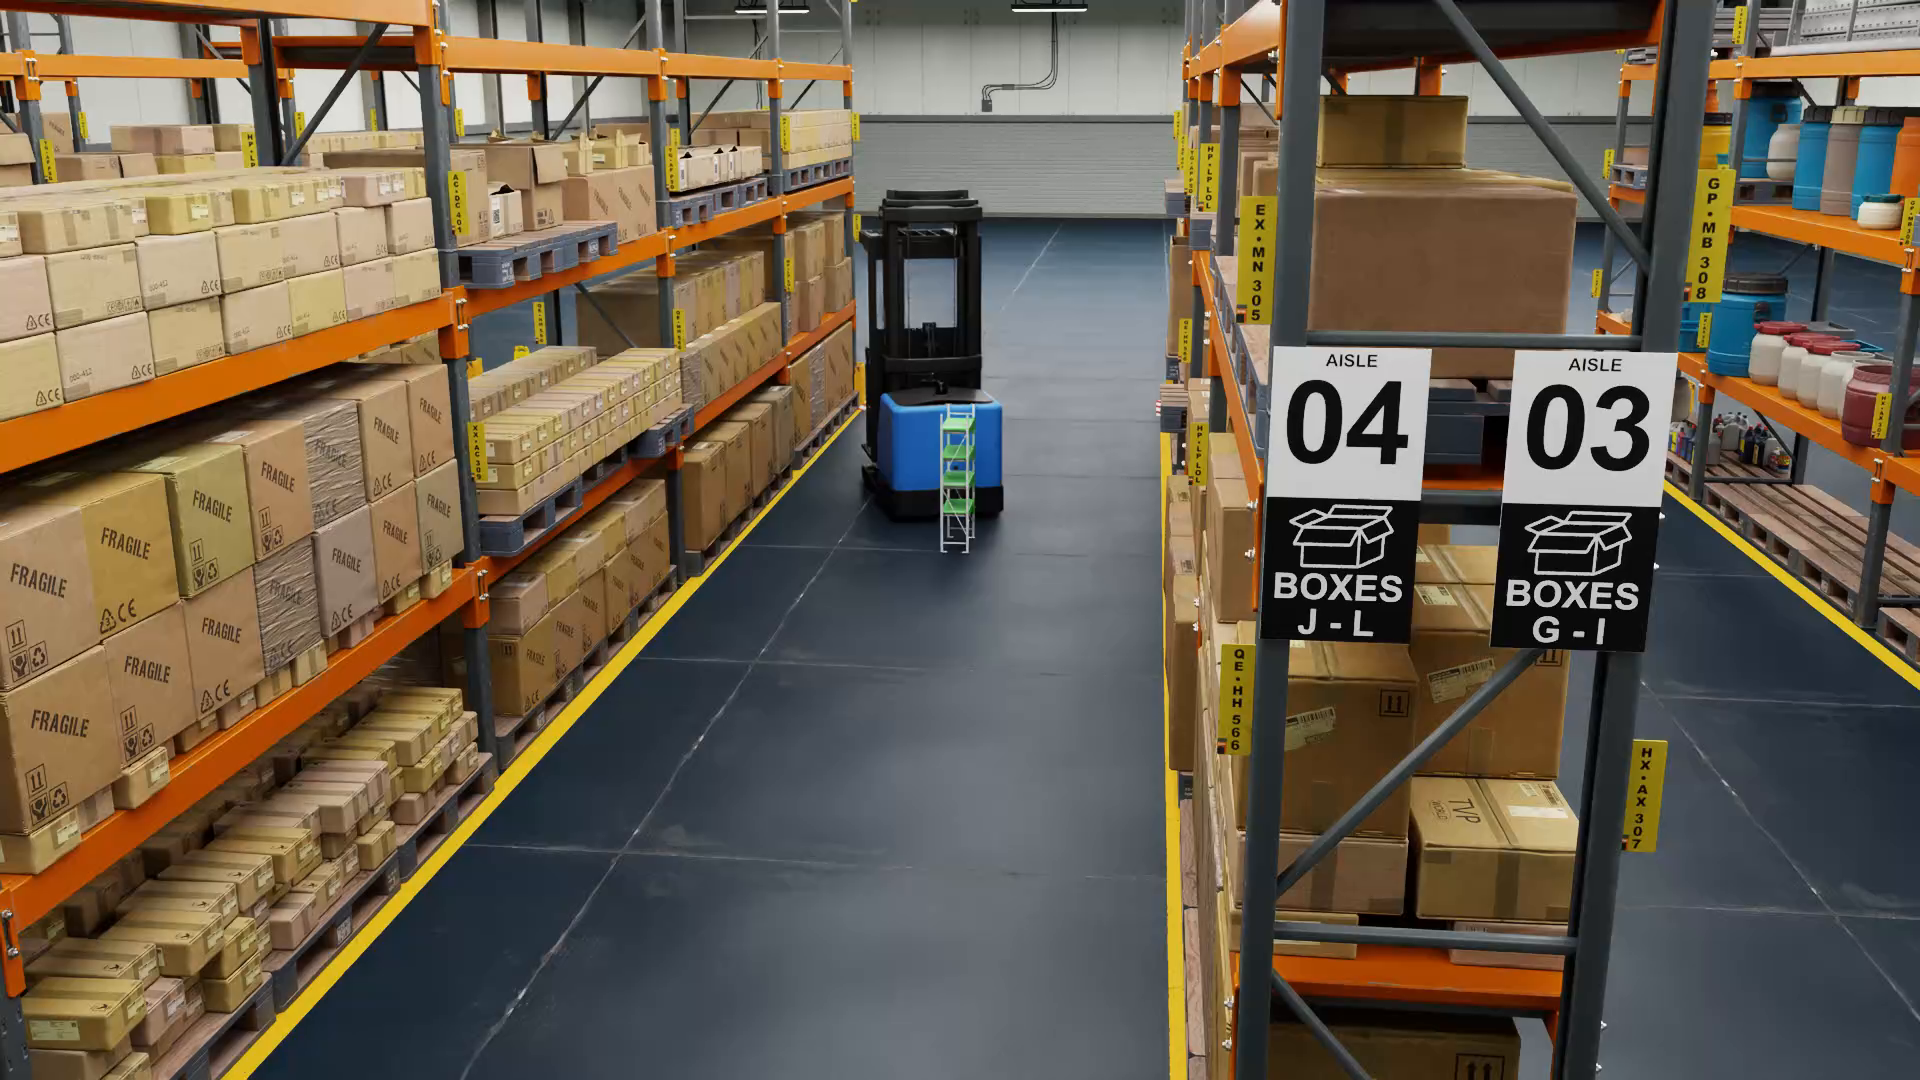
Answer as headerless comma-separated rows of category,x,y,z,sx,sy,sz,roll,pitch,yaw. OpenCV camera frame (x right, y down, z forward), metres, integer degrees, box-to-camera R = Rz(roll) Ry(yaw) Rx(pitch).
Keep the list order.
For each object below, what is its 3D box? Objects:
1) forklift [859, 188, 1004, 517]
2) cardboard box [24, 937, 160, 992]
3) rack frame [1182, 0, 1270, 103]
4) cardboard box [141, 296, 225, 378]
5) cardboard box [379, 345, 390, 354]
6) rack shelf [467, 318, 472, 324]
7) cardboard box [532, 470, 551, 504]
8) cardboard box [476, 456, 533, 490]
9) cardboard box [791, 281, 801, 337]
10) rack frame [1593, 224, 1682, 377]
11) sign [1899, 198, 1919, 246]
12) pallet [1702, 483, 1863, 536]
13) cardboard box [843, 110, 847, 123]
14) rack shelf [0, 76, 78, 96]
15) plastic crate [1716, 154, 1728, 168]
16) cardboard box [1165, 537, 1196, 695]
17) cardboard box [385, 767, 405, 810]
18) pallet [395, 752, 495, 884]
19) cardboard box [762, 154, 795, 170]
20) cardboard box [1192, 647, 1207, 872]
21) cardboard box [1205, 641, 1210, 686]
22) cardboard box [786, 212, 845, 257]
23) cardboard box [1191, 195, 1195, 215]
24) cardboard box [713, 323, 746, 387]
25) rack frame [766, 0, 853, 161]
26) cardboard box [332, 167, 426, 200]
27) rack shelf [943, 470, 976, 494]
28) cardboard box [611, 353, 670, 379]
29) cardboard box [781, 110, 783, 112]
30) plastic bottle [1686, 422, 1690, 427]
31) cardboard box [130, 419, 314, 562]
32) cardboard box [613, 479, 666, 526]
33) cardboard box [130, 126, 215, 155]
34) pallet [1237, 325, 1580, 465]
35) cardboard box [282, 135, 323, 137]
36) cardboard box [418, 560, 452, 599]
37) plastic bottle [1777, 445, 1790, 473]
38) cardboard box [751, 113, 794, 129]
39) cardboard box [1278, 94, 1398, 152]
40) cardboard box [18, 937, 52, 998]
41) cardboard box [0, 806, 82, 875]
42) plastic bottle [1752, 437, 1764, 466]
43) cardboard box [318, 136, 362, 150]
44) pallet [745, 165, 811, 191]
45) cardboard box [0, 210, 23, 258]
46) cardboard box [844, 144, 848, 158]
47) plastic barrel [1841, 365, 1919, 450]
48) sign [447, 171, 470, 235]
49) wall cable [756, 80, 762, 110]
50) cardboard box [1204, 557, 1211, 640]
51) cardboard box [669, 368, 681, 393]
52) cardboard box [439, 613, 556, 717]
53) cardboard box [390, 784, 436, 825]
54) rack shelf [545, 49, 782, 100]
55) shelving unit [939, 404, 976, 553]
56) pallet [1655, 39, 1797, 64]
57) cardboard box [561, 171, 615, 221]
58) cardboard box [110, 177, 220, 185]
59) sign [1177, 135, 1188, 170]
forklift,-0.383,-1.969,16.327,1.130,2.935,3.031,-3,15,-11
cardboard box,-3.303,1.649,6.334,0.380,0.149,0.250,2,15,7
rack frame,3.111,-5.910,19.278,1.000,3.000,0.127,2,15,6
cardboard box,-3.197,-0.791,6.382,0.500,0.250,0.500,1,15,4
cardboard box,-6.695,-2.198,18.827,0.380,0.149,0.250,3,15,9
rack shelf,-6.961,-2.440,19.316,1.077,0.370,4.000,2,15,6
cardboard box,-2.633,-0.316,9.760,0.380,0.149,0.250,2,15,7
cardboard box,-2.658,-0.387,9.455,0.380,0.149,0.250,2,15,7
cardboard box,-2.188,-2.460,17.727,0.875,0.550,0.550,2,15,6
rack frame,8.033,-2.868,19.521,1.000,3.000,0.127,2,15,6
sign,6.583,-2.205,11.523,0.100,0.325,0.005,2,15,6
pallet,7.531,-0.279,15.291,1.003,0.211,1.213,2,15,6
cardboard box,-1.536,-4.987,19.568,0.380,0.149,0.250,2,15,7
rack shelf,-11.893,-5.288,19.122,1.077,0.370,4.000,2,15,6
plastic crate,8.117,-3.805,17.270,0.392,0.384,0.575,2,15,6
cardboard box,1.910,0.523,10.246,1.225,0.875,0.875,1,15,4
cardboard box,-3.036,1.250,8.380,0.380,0.149,0.250,2,15,7
pallet,-3.200,1.448,8.904,1.003,0.211,1.213,2,15,6
cardboard box,-1.878,-3.811,16.747,0.380,0.149,0.250,1,15,5
cardboard box,1.603,1.090,8.149,0.875,0.875,0.875,2,15,6
cardboard box,1.278,0.558,7.333,0.380,0.149,0.250,1,15,5
cardboard box,-1.886,-3.685,20.186,0.875,0.550,0.550,2,15,6
cardboard box,2.061,-2.574,12.976,0.500,0.250,0.500,2,15,6
cardboard box,-2.219,-1.660,14.862,0.500,0.500,0.500,2,15,6
rack frame,-1.806,-6.082,19.915,1.000,3.000,0.127,2,15,6
cardboard box,-2.923,-1.794,8.369,0.380,0.149,0.250,1,15,4
rack shelf,-0.019,-0.475,14.363,0.258,0.148,0.480,2,15,6
cardboard box,-2.339,-1.274,12.164,0.380,0.149,0.250,2,15,6
cardboard box,-2.247,-4.875,19.154,0.380,0.149,0.250,2,15,7
plastic bottle,7.554,-1.080,17.269,0.061,0.283,0.133,2,15,6
cardboard box,-3.111,-0.217,7.041,0.500,0.500,0.500,1,15,4
cardboard box,-2.525,-0.284,12.514,0.500,0.250,0.500,1,15,5
cardboard box,-7.219,-3.668,15.261,0.500,0.250,0.500,2,15,7
pallet,1.379,-0.462,5.047,1.003,0.211,1.213,2,15,6
cardboard box,-7.288,-4.407,18.420,0.380,0.149,0.250,2,15,7
cardboard box,-2.880,0.199,8.662,0.380,0.149,0.250,1,15,5
plastic bottle,8.053,-0.795,16.241,0.097,0.271,0.097,0,15,0
cardboard box,-1.878,-4.196,16.643,0.380,0.149,0.250,2,15,7
cardboard box,1.645,-1.767,7.079,0.500,0.250,0.500,1,15,3
cardboard box,-3.718,1.642,6.361,0.380,0.149,0.250,2,15,7
cardboard box,-3.249,1.011,5.659,0.380,0.149,0.250,2,15,6
plastic bottle,7.956,-0.889,16.564,0.061,0.283,0.133,2,15,6
cardboard box,-6.754,-4.322,18.105,0.380,0.149,0.250,1,15,4
pallet,-2.154,-3.766,17.265,1.003,0.211,1.213,2,15,6
cardboard box,-3.302,-0.988,5.390,0.380,0.149,0.250,2,15,9
cardboard box,-1.536,-4.602,19.674,0.380,0.149,0.250,2,15,7
plastic barrel,6.881,-0.988,12.308,0.600,0.536,0.708,2,15,6
sign,-2.620,-1.757,8.677,0.100,0.325,0.005,2,15,6
wall cable,-7.610,-13.200,52.186,3.097,2.526,0.112,2,15,6
cardboard box,1.383,0.270,7.633,0.500,0.250,0.500,2,15,6
cardboard box,-2.312,-1.195,12.440,0.380,0.149,0.250,2,15,7
cardboard box,-2.813,0.746,10.139,0.500,0.500,0.500,2,15,8
cardboard box,-2.943,1.347,8.591,0.380,0.149,0.250,1,15,4
rack shelf,-2.483,-3.985,14.306,1.077,0.370,4.000,2,15,6
shelving unit,-0.019,-0.536,14.347,0.258,1.200,0.503,2,15,6
pallet,7.782,-4.974,16.945,1.003,0.211,1.213,2,15,6
cardboard box,-2.624,-2.192,11.084,0.500,0.500,0.500,2,15,6
cardboard box,-3.552,-1.545,7.447,0.380,0.149,0.250,1,15,4
sign,2.120,-3.688,15.817,0.100,0.325,0.005,2,15,6
